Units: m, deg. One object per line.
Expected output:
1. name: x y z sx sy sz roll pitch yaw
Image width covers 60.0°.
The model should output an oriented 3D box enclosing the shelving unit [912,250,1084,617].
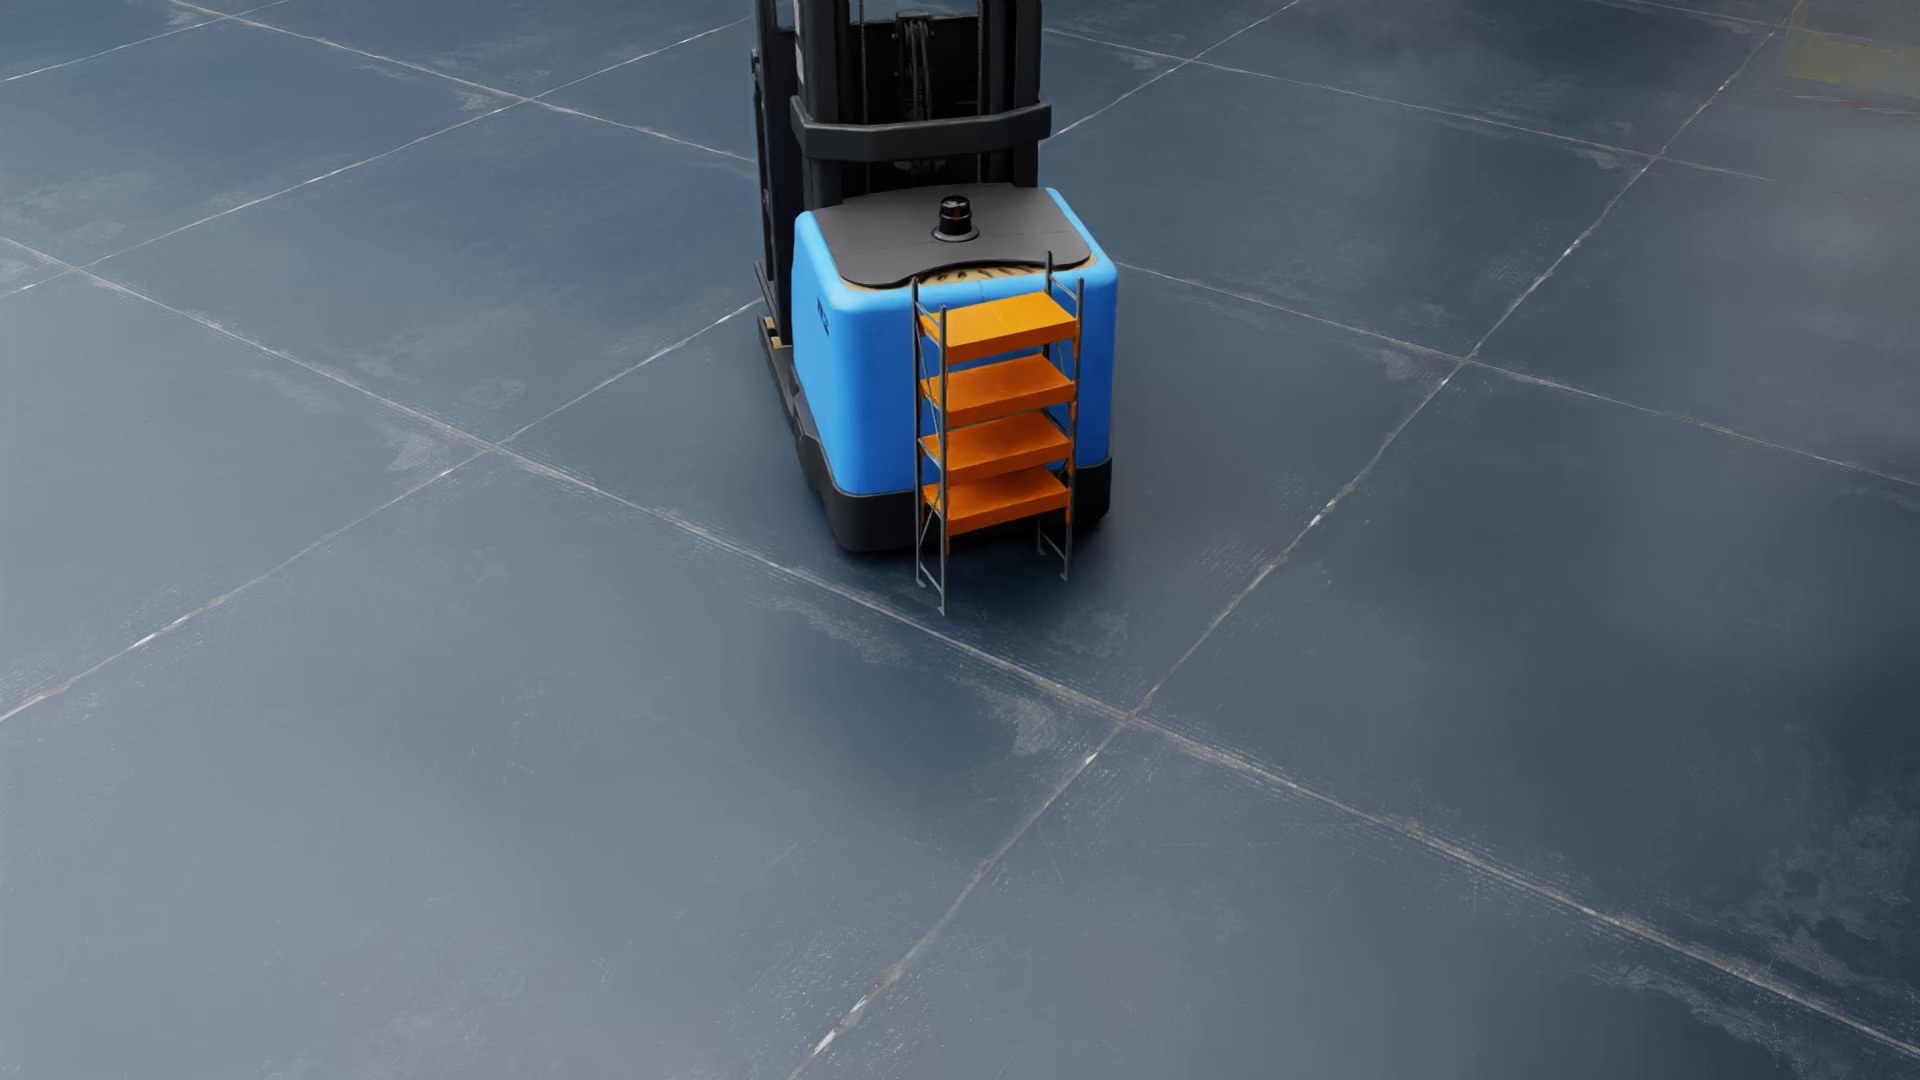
1. shelving unit: 0.122 -0.347 5.692 0.503 1.200 0.258 -14 37 -20

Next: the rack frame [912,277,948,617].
1. rack frame: -0.100 -0.290 5.607 0.015 1.200 0.240 -14 37 -20

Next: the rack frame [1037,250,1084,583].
1. rack frame: 0.343 -0.404 5.777 0.015 1.200 0.240 -14 37 -20

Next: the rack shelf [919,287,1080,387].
1. rack shelf: 0.122 -0.672 5.472 0.480 0.148 0.258 -14 37 -20

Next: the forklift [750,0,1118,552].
1. forklift: -0.286 -1.990 6.576 1.130 2.935 3.031 -8 35 -12

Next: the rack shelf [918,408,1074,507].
1. rack shelf: 0.122 -0.291 5.730 0.480 0.148 0.258 -14 37 -20

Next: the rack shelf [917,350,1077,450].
1. rack shelf: 0.122 -0.476 5.604 0.480 0.148 0.258 -14 37 -20

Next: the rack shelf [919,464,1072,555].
1. rack shelf: 0.122 -0.127 5.841 0.480 0.148 0.258 -14 37 -20
